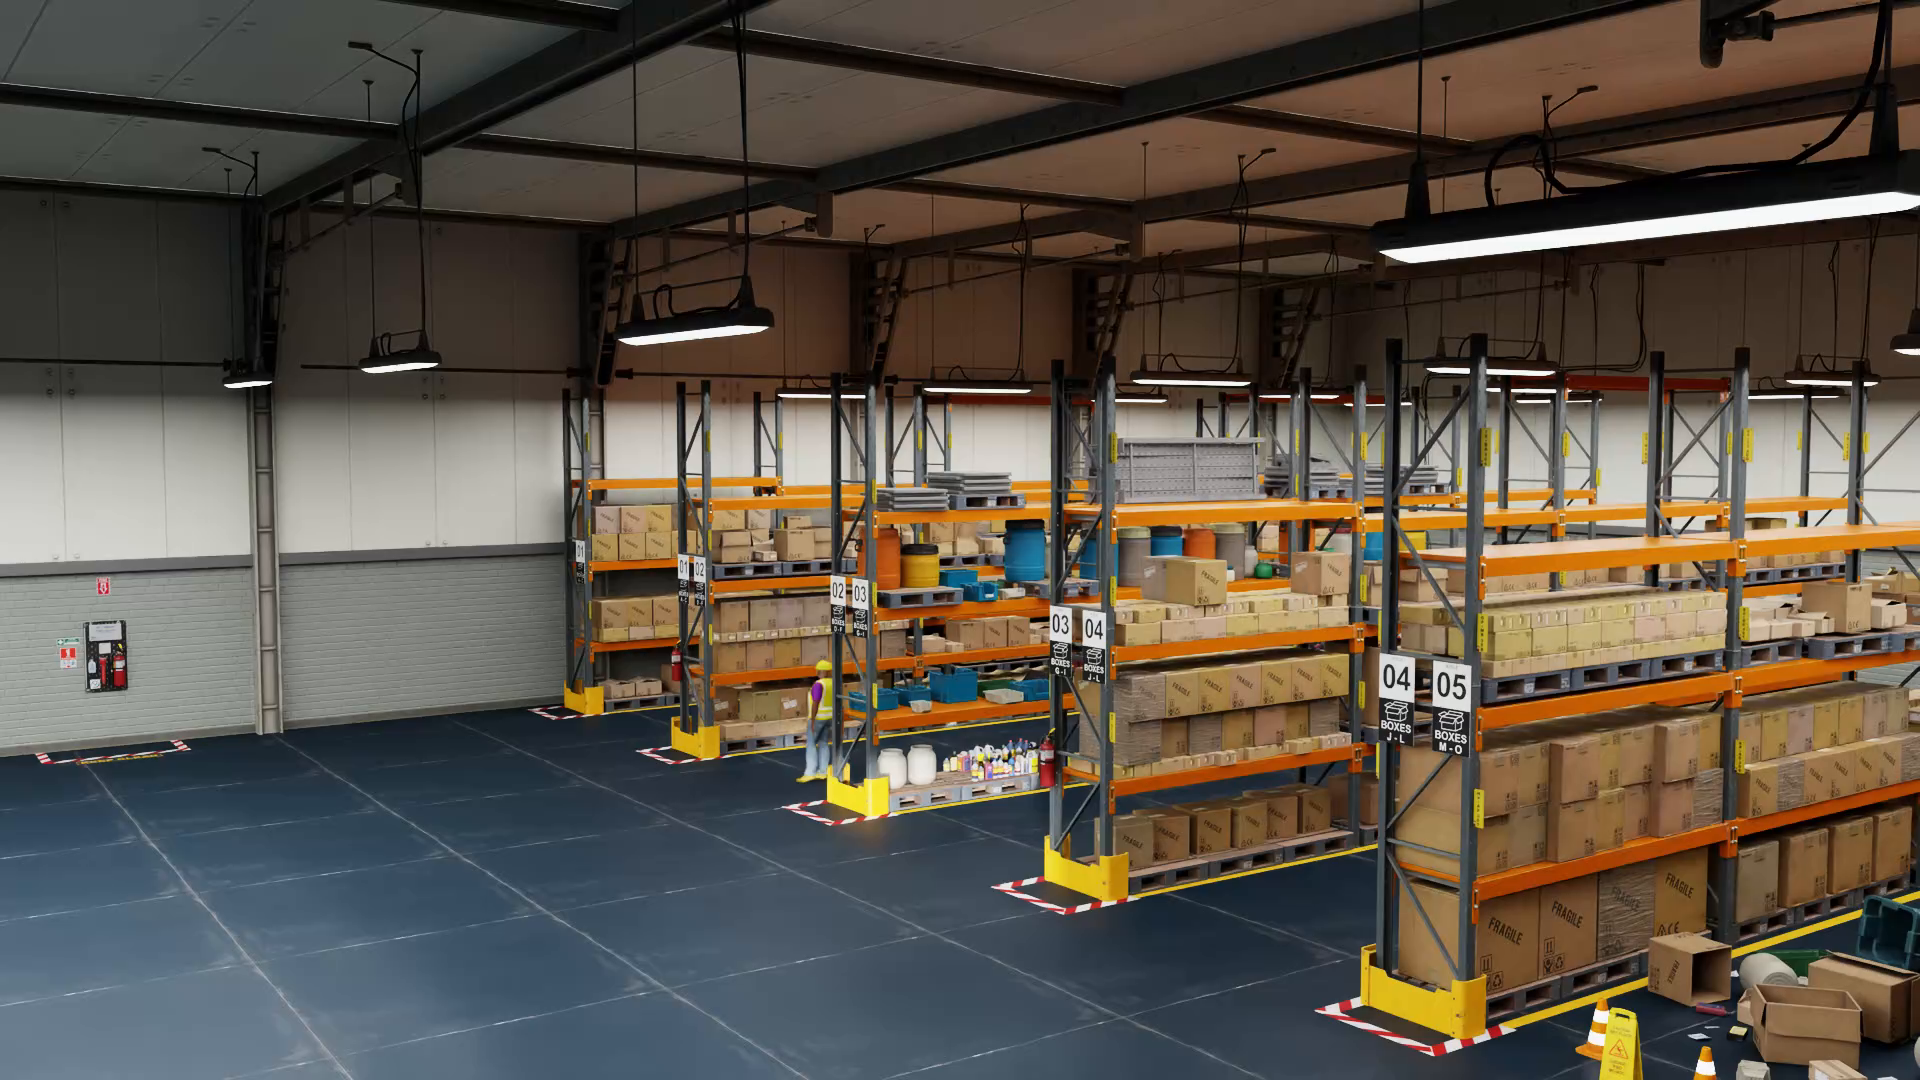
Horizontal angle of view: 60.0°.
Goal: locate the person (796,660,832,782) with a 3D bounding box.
[{"bbox_3d":[-2.118,2.694,24.811,0.413,1.793,0.654,2,4,31],"label":"person"}]
